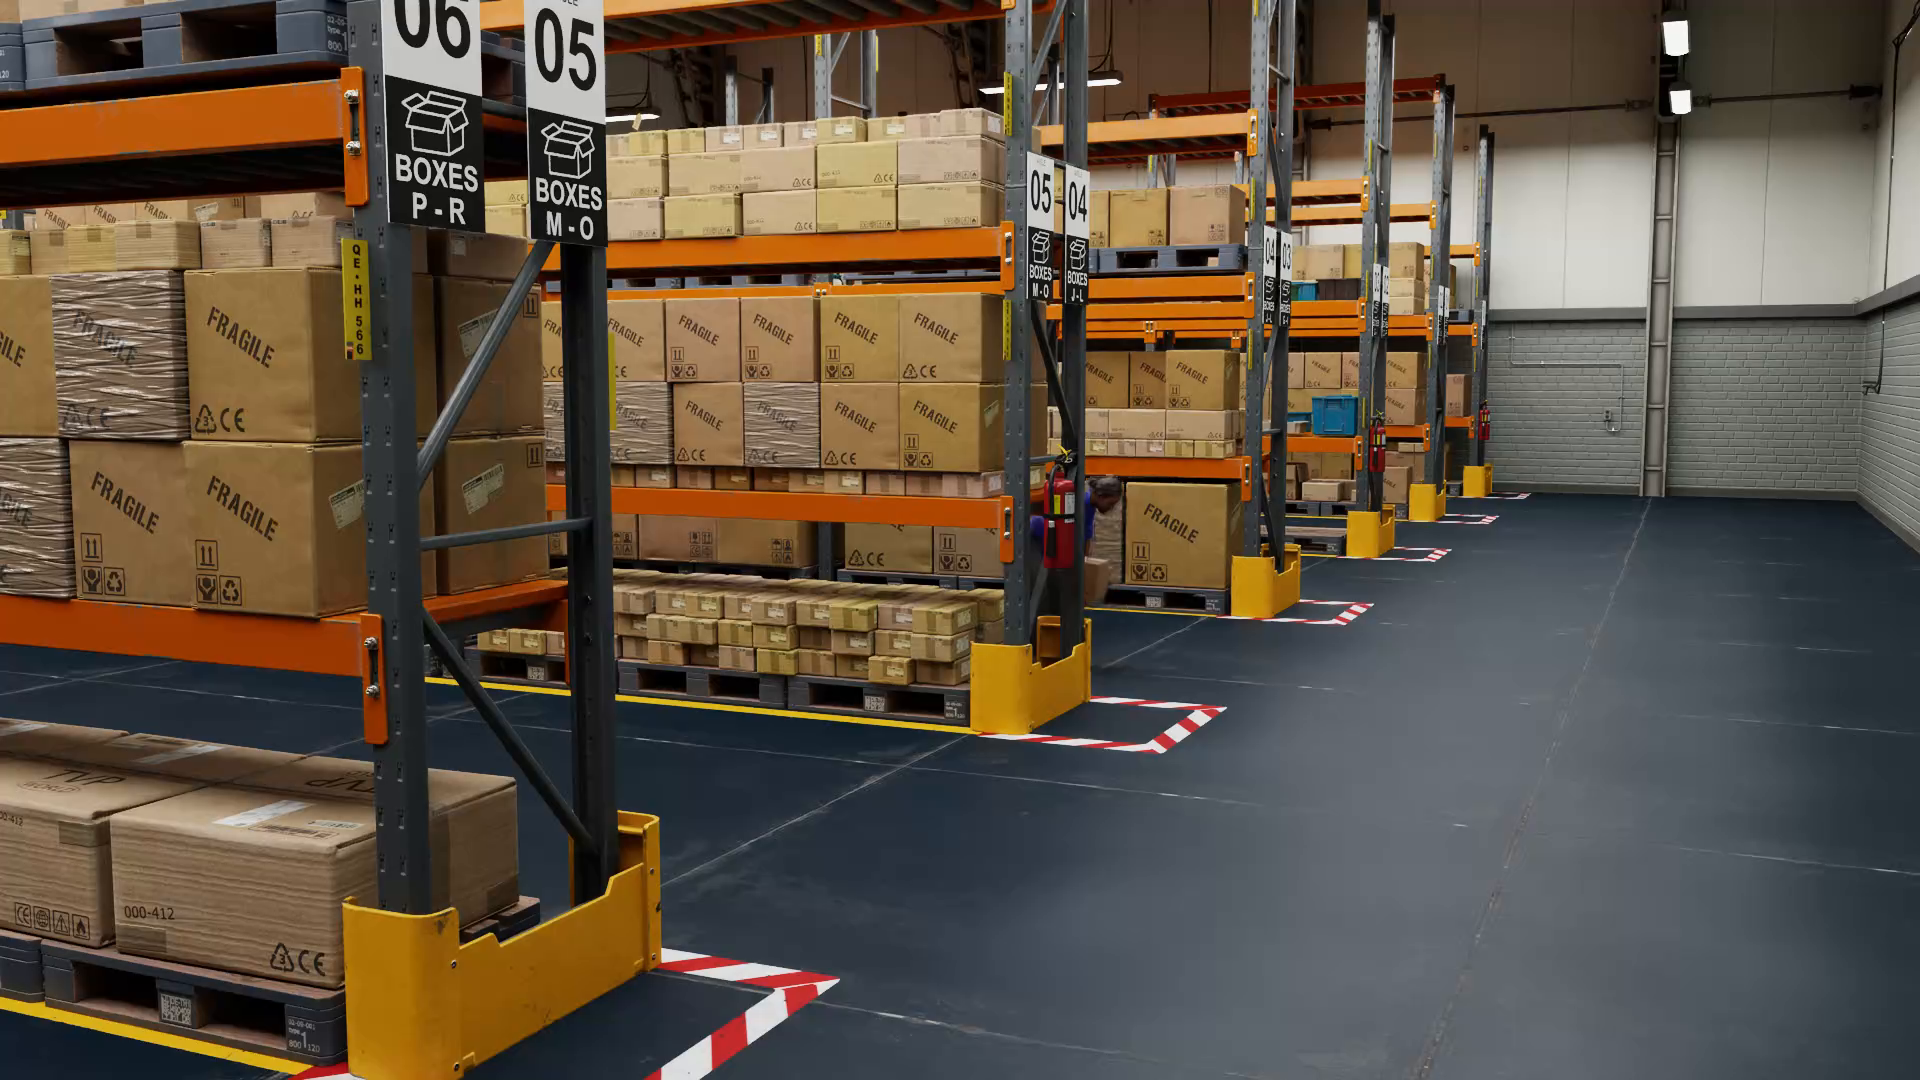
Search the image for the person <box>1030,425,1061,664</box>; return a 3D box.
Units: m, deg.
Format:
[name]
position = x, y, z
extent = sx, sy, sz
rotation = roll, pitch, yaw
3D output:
[person]
position = 0.547, 0.040, 11.414
extent = 0.402, 1.653, 0.517
rotation = 2, 6, 21
